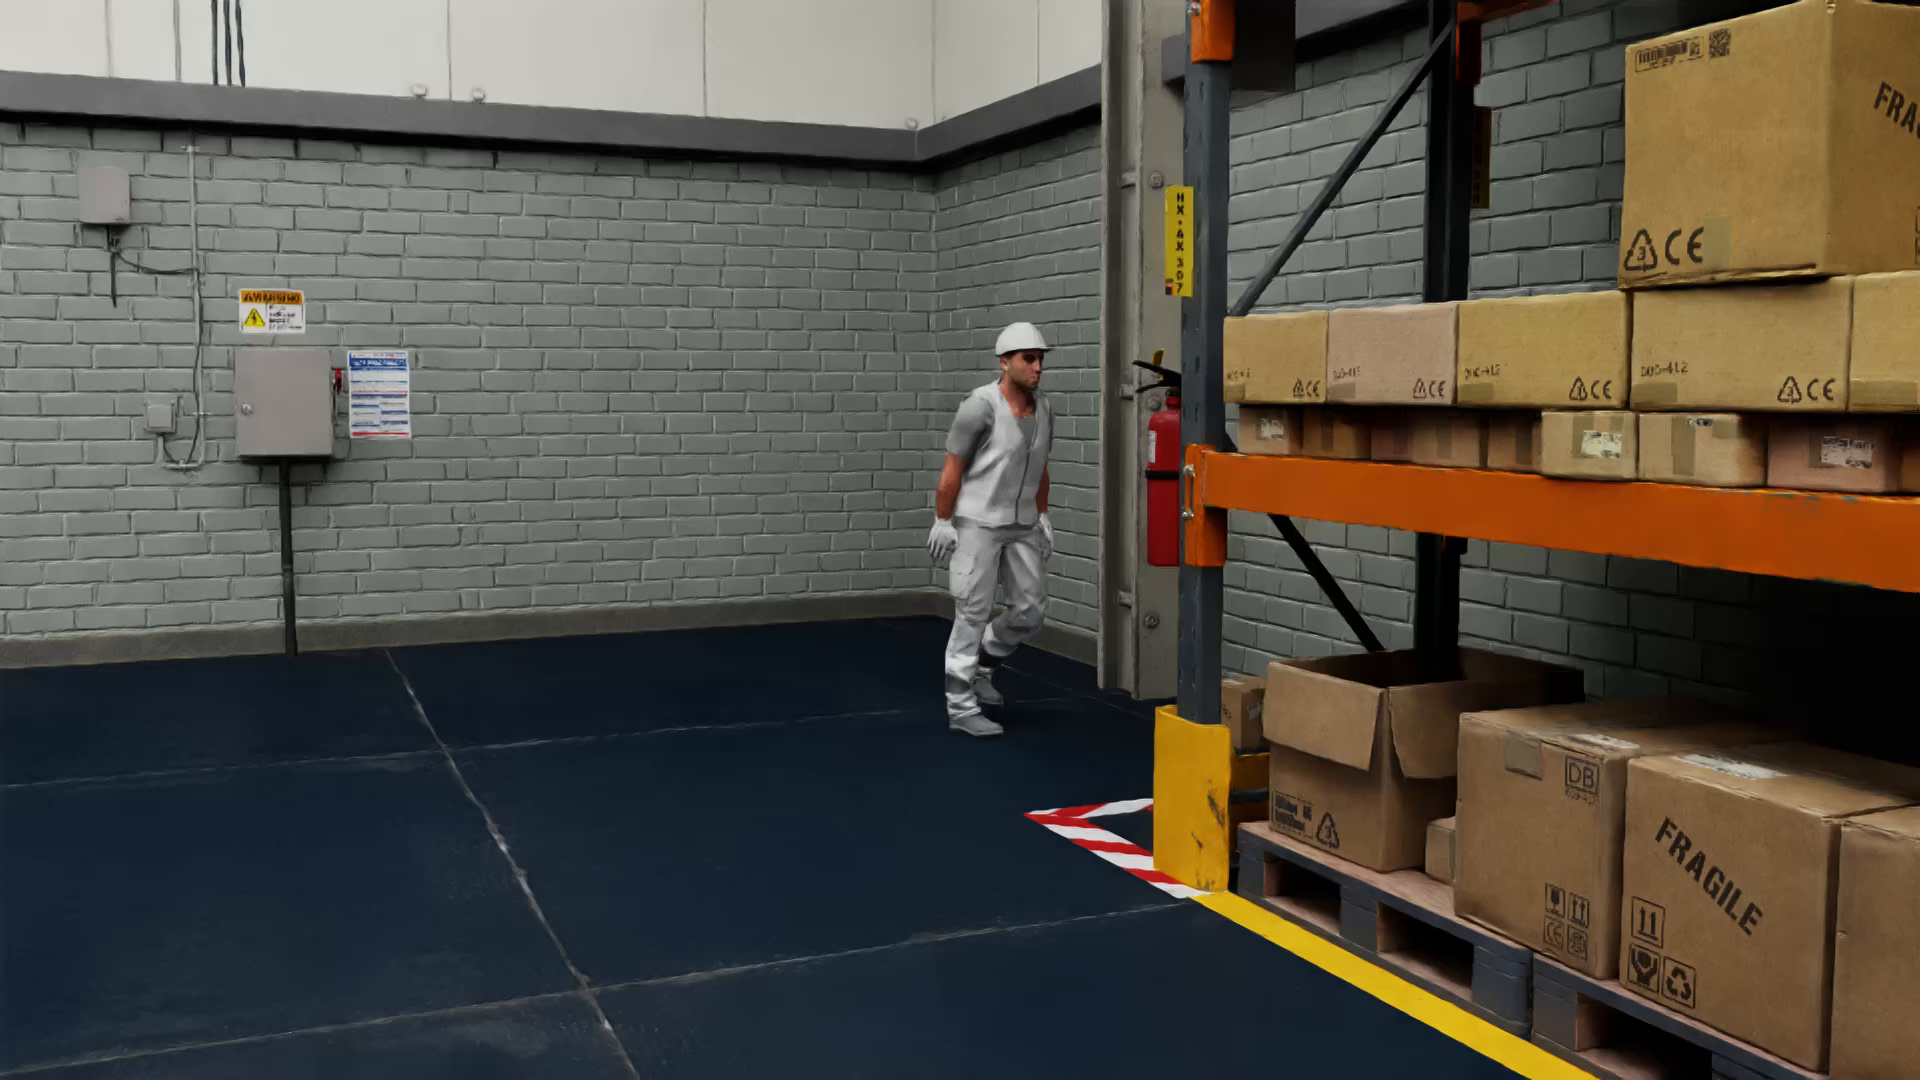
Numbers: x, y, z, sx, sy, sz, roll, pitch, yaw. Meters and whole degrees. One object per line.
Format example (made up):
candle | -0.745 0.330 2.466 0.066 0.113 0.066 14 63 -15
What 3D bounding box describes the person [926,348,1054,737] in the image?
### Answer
person | 0.132 -0.024 7.169 0.535 1.713 0.630 -5 7 -42
